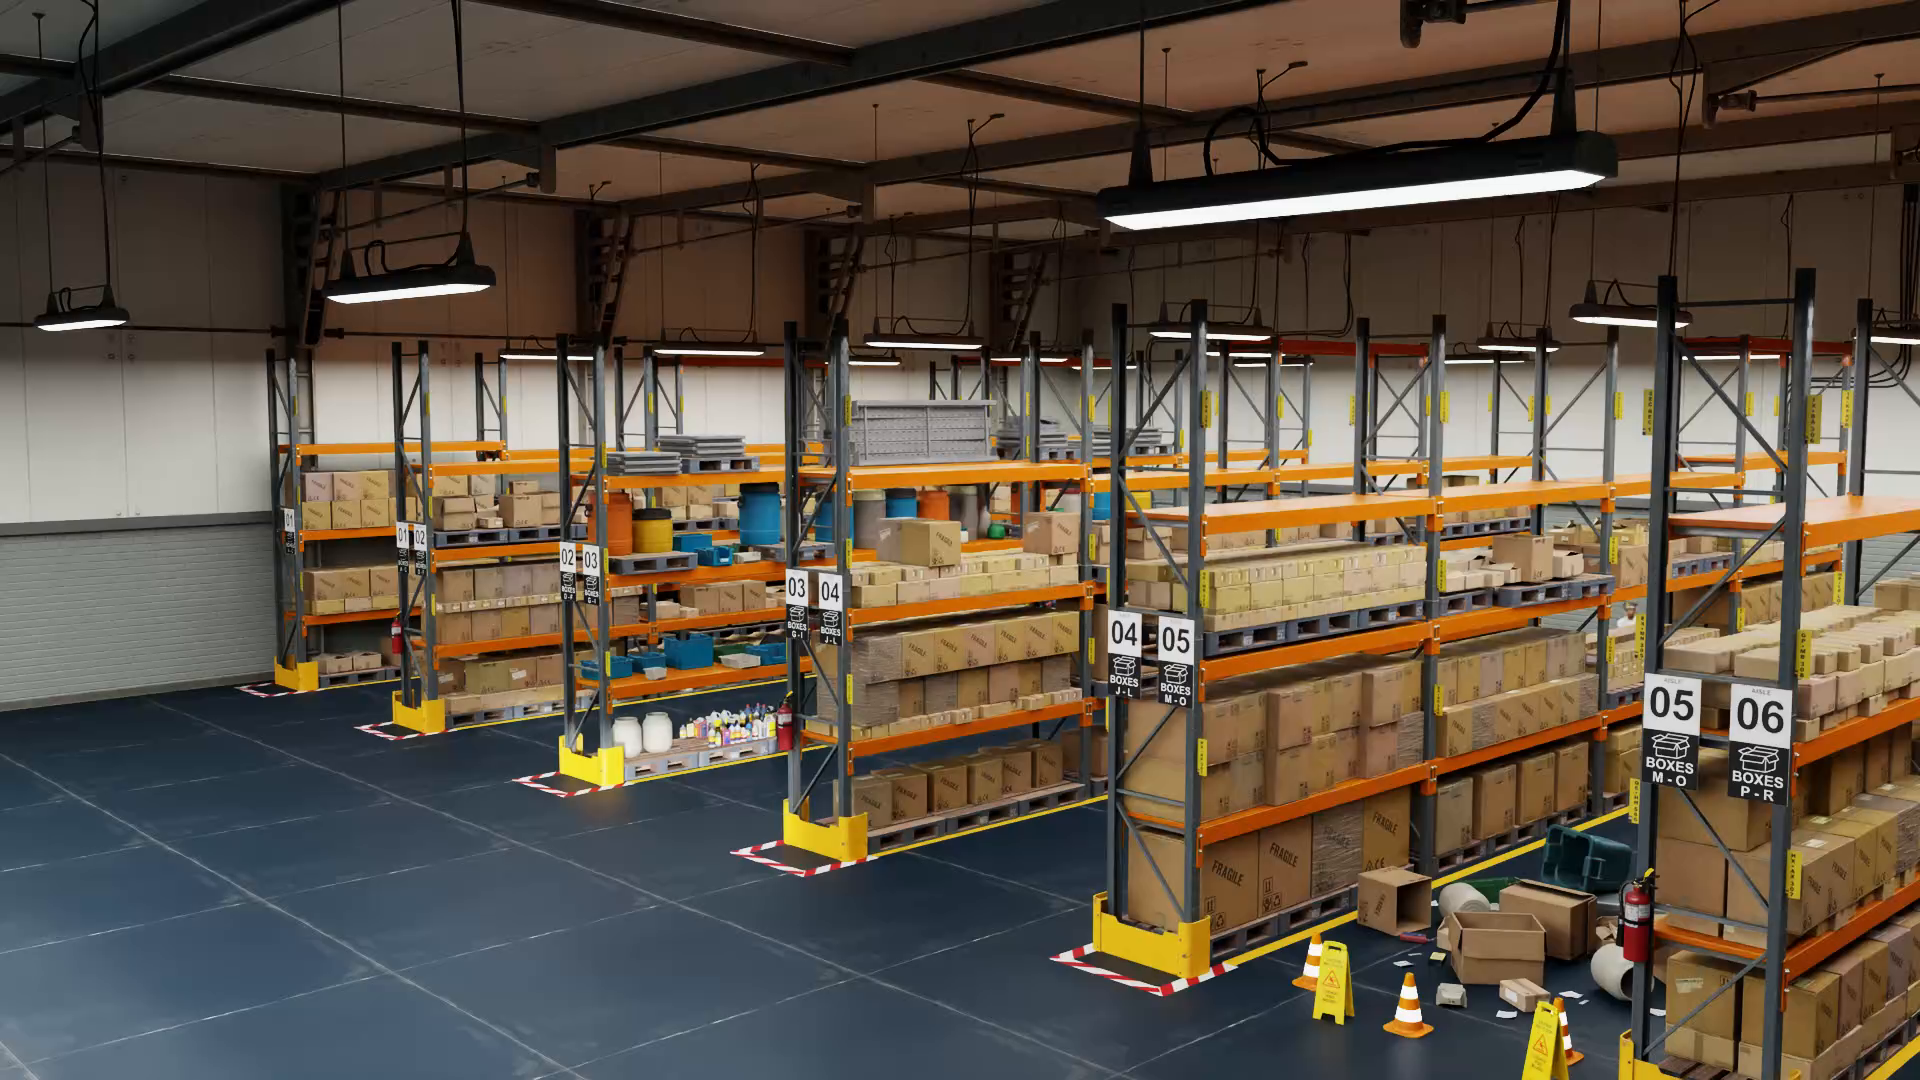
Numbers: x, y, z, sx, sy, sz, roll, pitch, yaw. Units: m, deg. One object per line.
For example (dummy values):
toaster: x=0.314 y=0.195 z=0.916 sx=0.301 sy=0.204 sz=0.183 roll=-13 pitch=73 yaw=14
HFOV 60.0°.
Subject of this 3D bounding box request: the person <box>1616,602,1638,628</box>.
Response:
person: x=11.398 y=1.898 z=28.275 sx=0.527 sy=1.705 sz=0.512 roll=2 pitch=5 yaw=18
